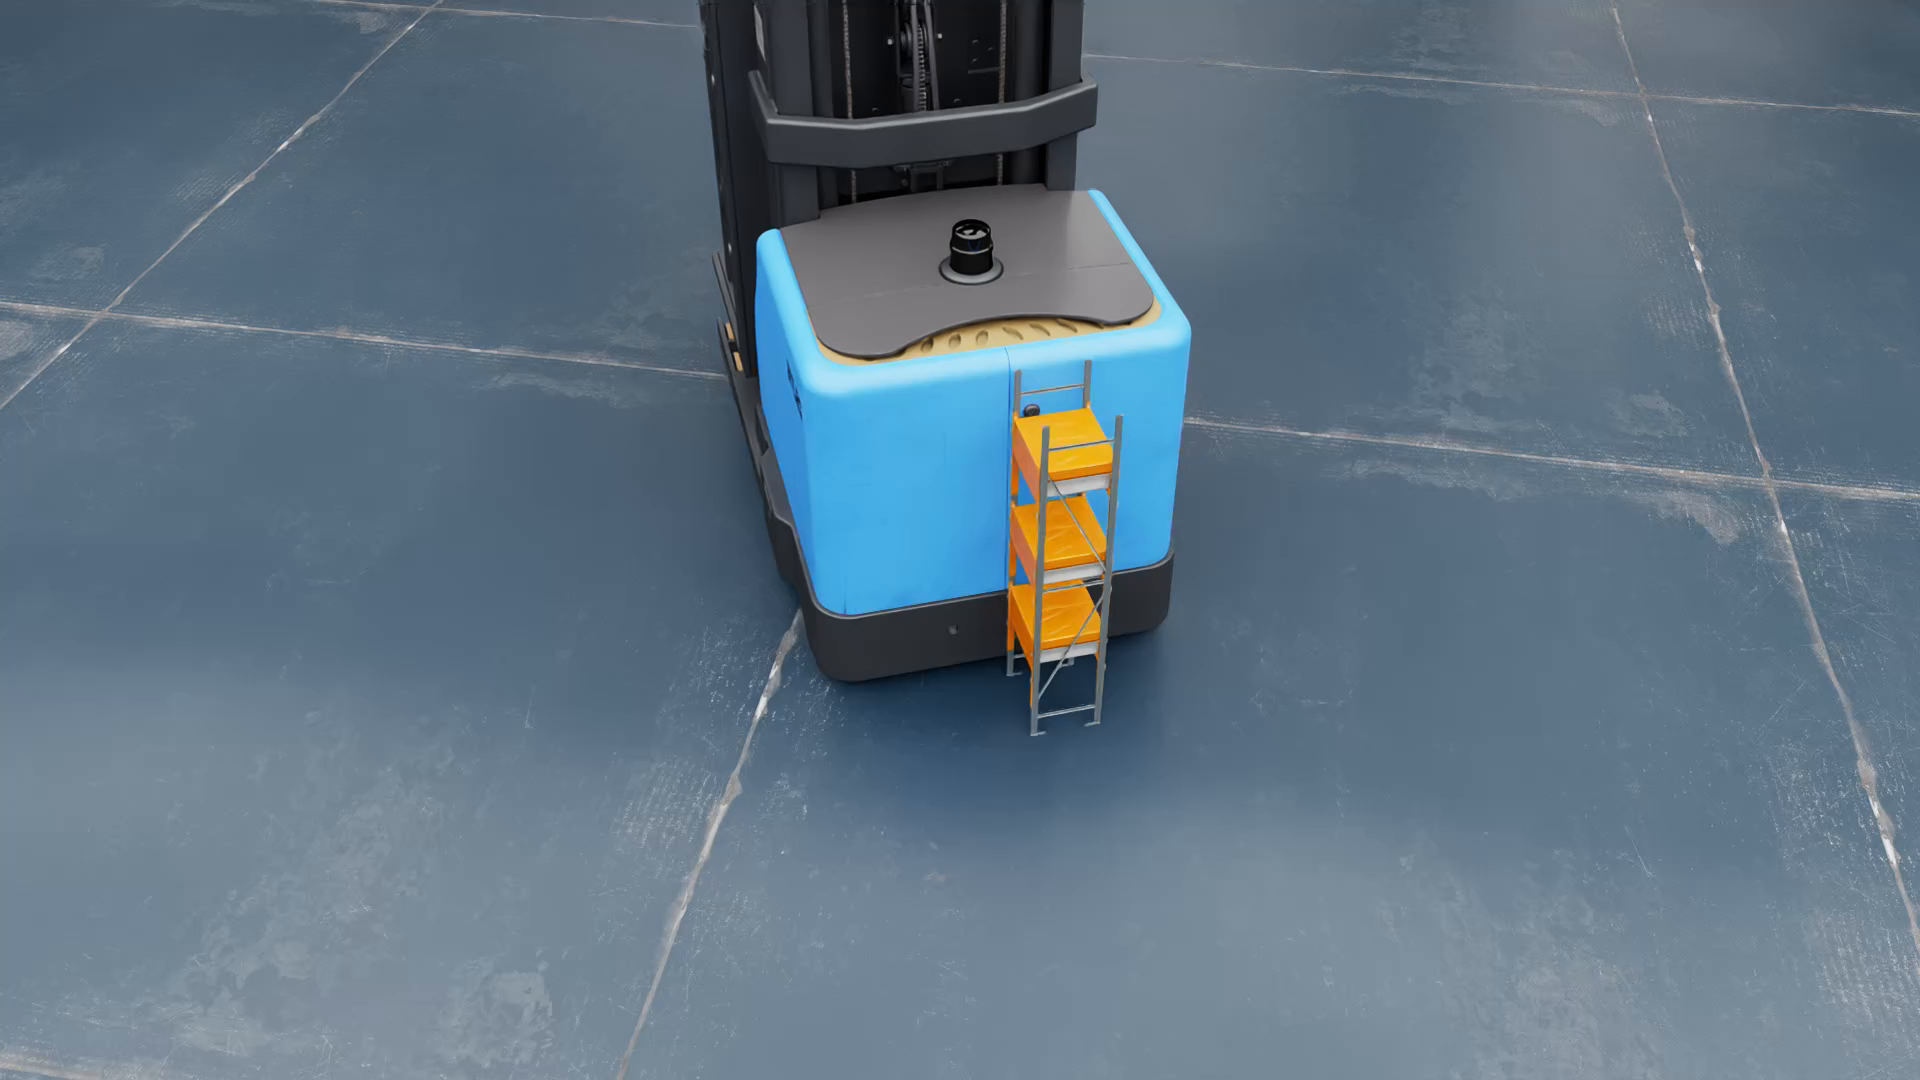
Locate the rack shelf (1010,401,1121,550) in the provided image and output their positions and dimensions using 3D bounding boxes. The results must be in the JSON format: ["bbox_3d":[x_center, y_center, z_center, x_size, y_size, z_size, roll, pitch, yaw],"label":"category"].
[{"bbox_3d":[0.262,-0.164,4.196,0.215,0.259,0.240,-9,40,-11],"label":"rack shelf"}]

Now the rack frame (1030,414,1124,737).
[{"bbox_3d":[0.292,0.122,4.279,0.200,1.050,0.008,-9,40,-11],"label":"rack frame"}]

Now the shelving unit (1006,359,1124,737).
[{"bbox_3d":[0.262,0.046,4.370,0.215,1.050,0.252,-9,40,-11],"label":"shelving unit"}]

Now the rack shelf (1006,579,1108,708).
[{"bbox_3d":[0.262,0.269,4.554,0.215,0.259,0.240,-9,40,-11],"label":"rack shelf"}]

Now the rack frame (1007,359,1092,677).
[{"bbox_3d":[0.232,-0.029,4.461,0.200,1.050,0.008,-9,40,-11],"label":"rack frame"}]

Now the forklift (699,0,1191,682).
[{"bbox_3d":[-0.246,-1.680,4.981,1.130,2.935,3.031,-9,40,-11],"label":"forklift"}]

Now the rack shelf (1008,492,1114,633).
[{"bbox_3d":[0.262,0.055,4.377,0.215,0.259,0.240,-9,40,-11],"label":"rack shelf"}]
